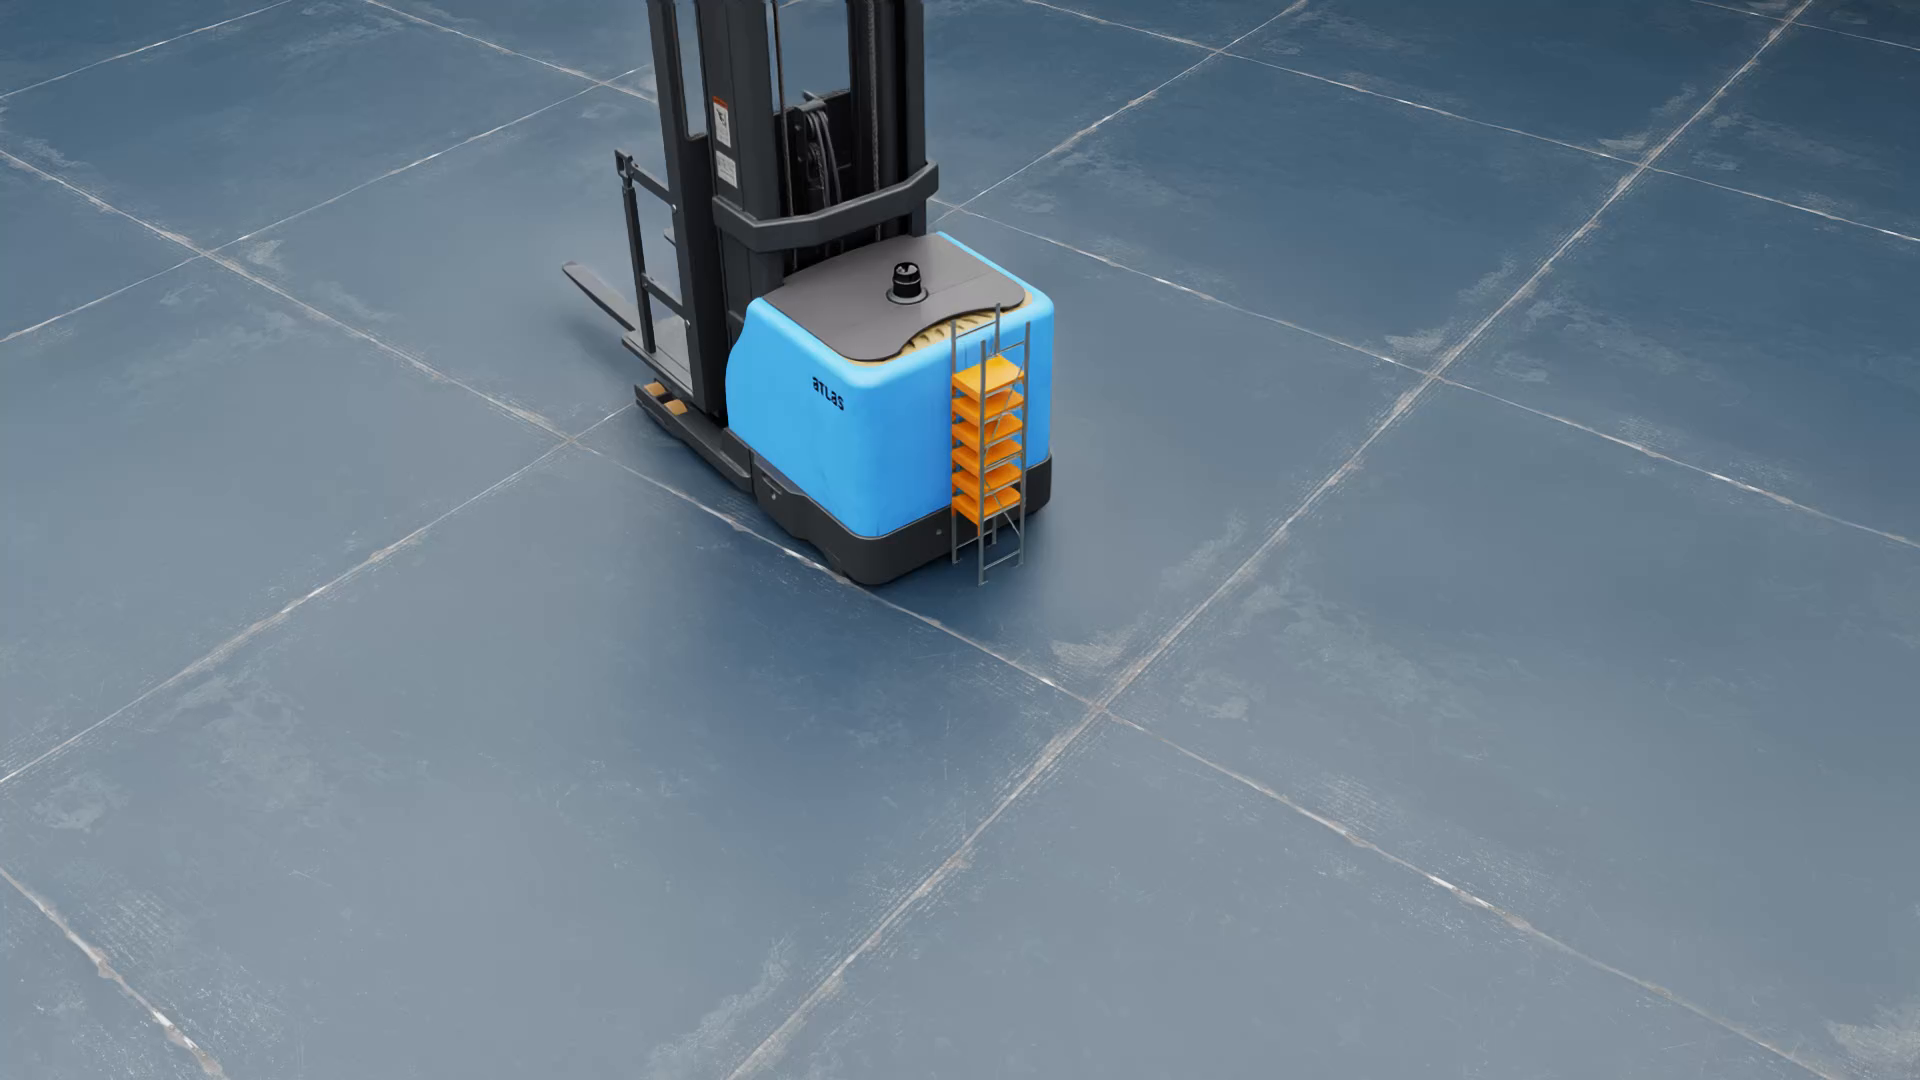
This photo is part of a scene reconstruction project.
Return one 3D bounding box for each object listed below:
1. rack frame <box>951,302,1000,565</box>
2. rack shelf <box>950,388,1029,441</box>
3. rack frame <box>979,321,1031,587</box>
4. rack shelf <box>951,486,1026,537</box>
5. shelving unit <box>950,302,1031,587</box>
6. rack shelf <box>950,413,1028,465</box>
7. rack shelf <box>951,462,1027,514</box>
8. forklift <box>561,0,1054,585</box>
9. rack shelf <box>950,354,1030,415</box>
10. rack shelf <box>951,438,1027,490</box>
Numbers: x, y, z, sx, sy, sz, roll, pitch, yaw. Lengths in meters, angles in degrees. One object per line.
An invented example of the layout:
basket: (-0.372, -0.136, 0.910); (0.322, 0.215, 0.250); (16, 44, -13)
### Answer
rack frame: (0.062, -0.411, 6.802); (0.240, 1.200, 0.006); (-26, 45, -29)
rack shelf: (0.118, -0.521, 6.625); (0.258, 0.103, 0.180); (-26, 45, -29)
rack frame: (0.174, -0.323, 6.689); (0.240, 1.200, 0.006); (-26, 45, -29)
rack shelf: (0.118, -0.143, 6.921); (0.258, 0.103, 0.180); (-26, 45, -29)
shelving unit: (0.118, -0.367, 6.746); (0.258, 1.200, 0.189); (-26, 45, -29)
rack shelf: (0.118, -0.427, 6.699); (0.258, 0.103, 0.180); (-26, 45, -29)
rack shelf: (0.118, -0.238, 6.847); (0.258, 0.103, 0.180); (-26, 45, -29)
forklift: (-0.901, -1.819, 7.196); (1.130, 2.935, 3.031); (-26, 45, -29)
rack shelf: (0.118, -0.616, 6.551); (0.258, 0.103, 0.180); (-26, 45, -29)
rack shelf: (0.118, -0.332, 6.773); (0.258, 0.103, 0.180); (-26, 45, -29)
